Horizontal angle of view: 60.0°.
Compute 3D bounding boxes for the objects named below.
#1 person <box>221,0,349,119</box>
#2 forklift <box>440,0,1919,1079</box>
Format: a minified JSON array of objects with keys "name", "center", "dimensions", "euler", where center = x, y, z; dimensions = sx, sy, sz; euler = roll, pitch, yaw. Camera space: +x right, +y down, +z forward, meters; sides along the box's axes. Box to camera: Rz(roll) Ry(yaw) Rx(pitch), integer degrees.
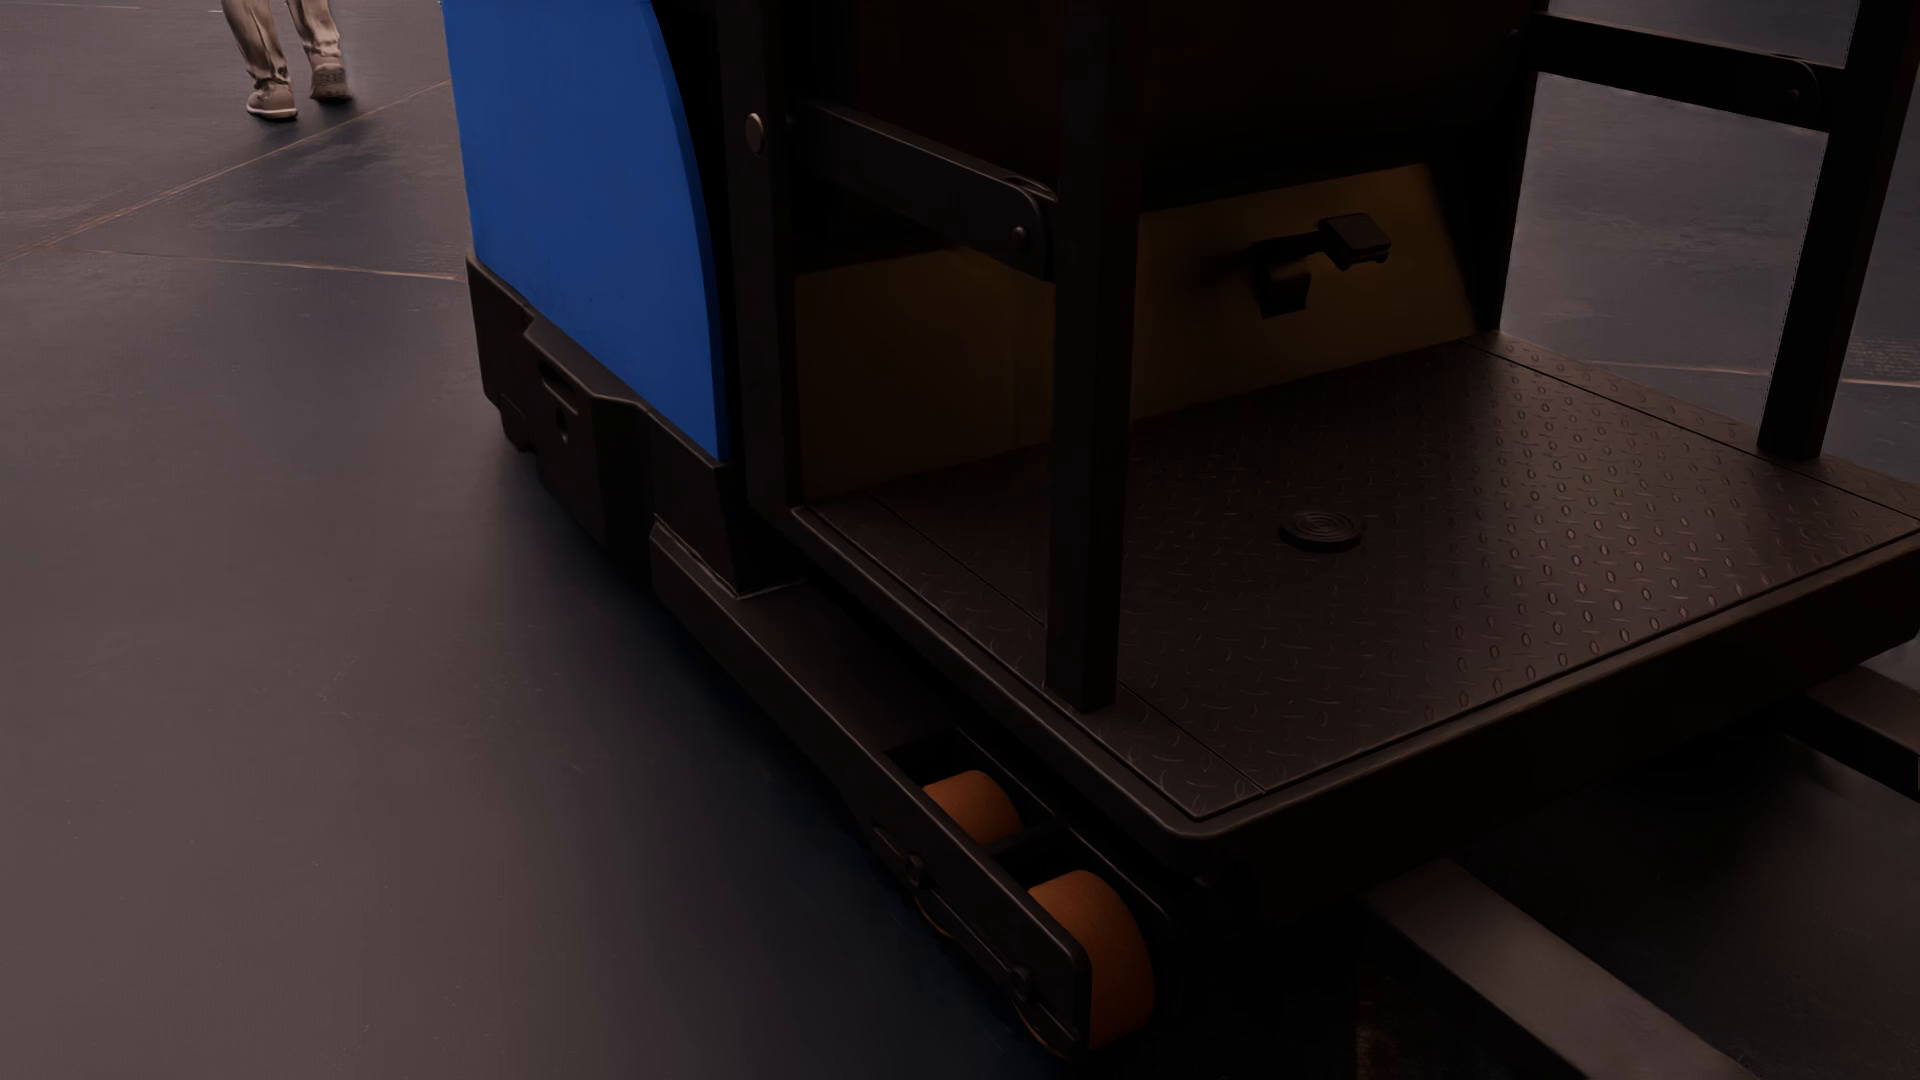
[{"name":"person","center":[-2.097,-2.038,4.764],"dimensions":[0.823,1.683,0.441],"euler":[-18,32,-32]},{"name":"forklift","center":[0.384,-1.071,1.369],"dimensions":[1.130,2.935,3.031],"euler":[-16,31,-28]}]
